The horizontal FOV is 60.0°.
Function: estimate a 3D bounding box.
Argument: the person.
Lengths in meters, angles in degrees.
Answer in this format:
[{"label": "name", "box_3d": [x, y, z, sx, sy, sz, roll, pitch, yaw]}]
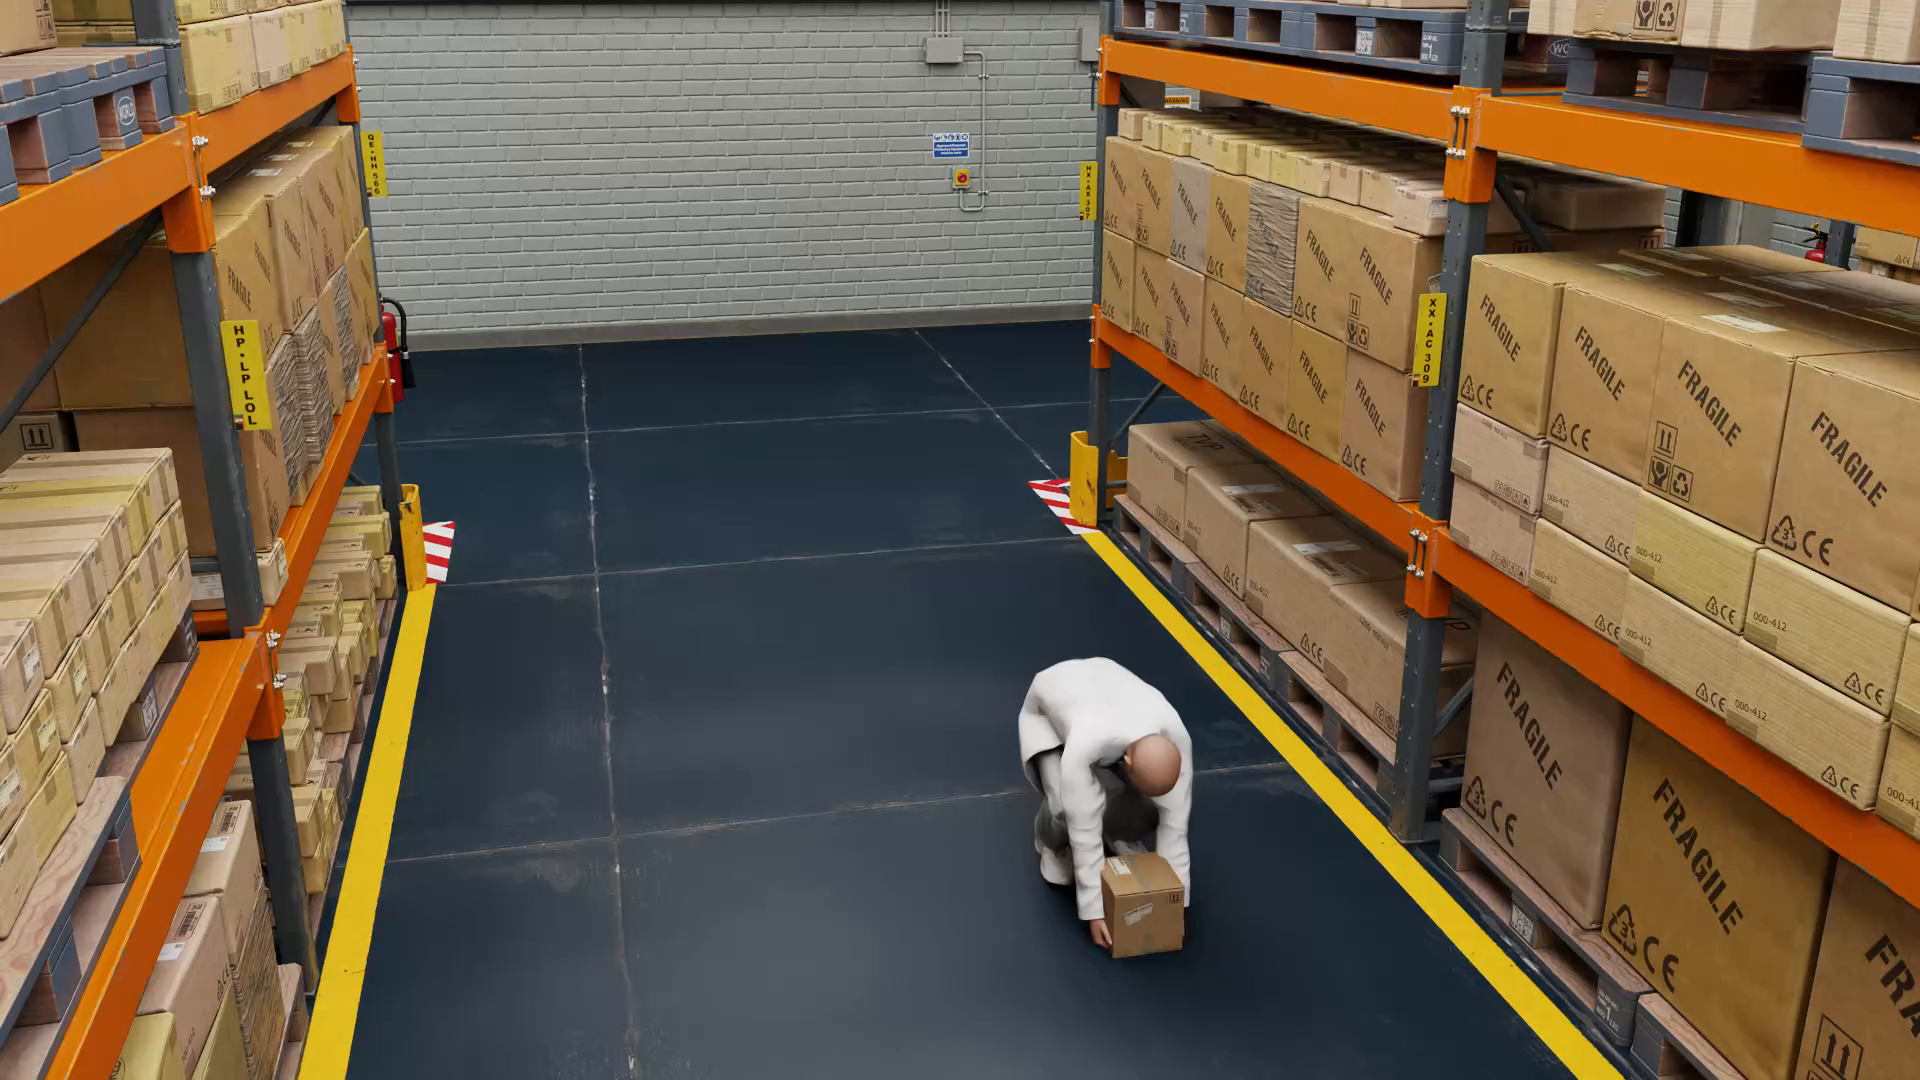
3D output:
[{"label": "person", "box_3d": [0.528, 0.898, 6.021, 0.582, 0.830, 0.949, -5, 20, -14]}]
